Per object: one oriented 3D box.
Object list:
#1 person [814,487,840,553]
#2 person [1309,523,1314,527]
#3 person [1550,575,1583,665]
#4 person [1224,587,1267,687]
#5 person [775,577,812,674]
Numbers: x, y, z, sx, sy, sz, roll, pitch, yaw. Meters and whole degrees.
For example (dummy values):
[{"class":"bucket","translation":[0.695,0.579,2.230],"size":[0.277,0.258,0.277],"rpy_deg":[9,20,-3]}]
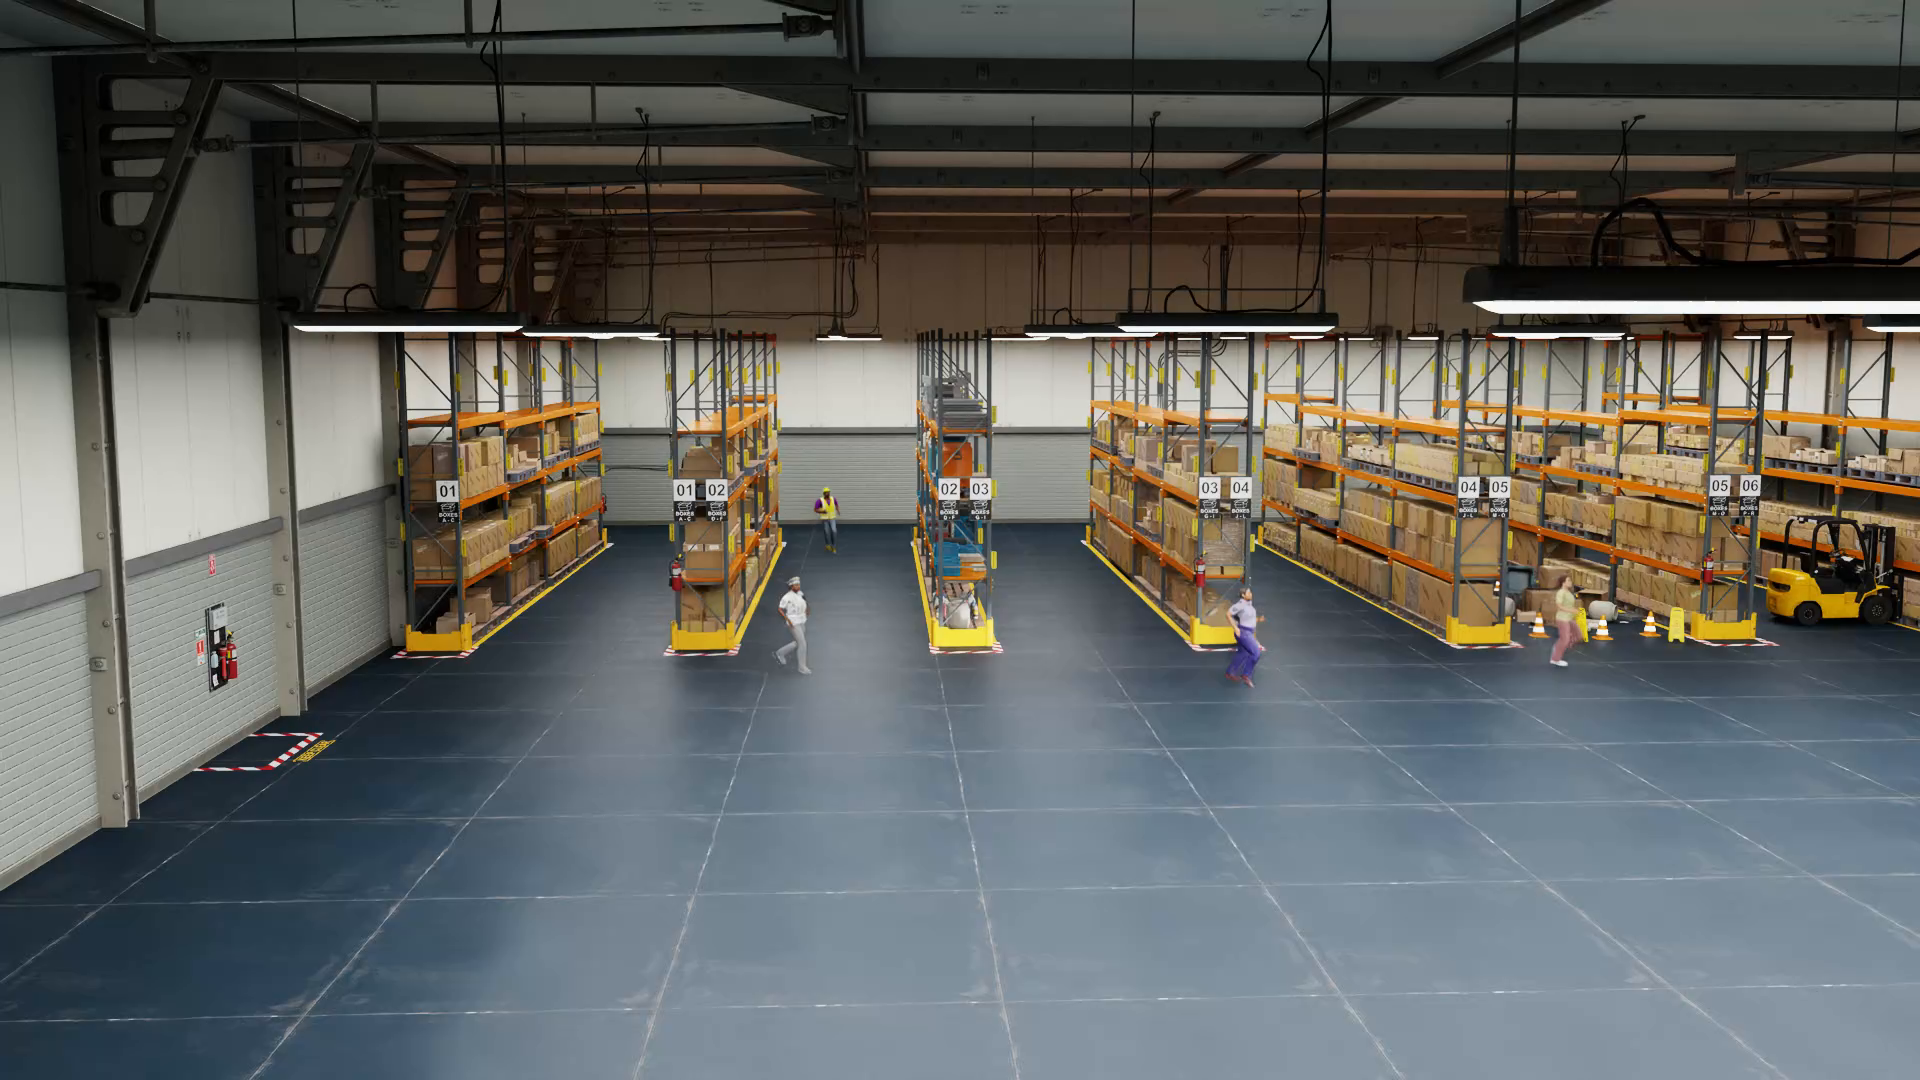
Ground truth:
[{"class":"person","translation":[-3.661,-0.534,45.796],"size":[0.732,1.841,0.683],"rpy_deg":[-2,7,-18]},{"class":"person","translation":[10.463,-0.903,48.924],"size":[0.855,1.708,0.605],"rpy_deg":[-1,7,-9]},{"class":"person","translation":[10.811,1.427,29.606],"size":[0.540,1.632,0.567],"rpy_deg":[6,9,41]},{"class":"person","translation":[4.792,1.629,27.961],"size":[0.716,1.693,0.574],"rpy_deg":[3,7,22]},{"class":"person","translation":[-2.919,1.472,29.119],"size":[0.783,1.702,0.548],"rpy_deg":[4,8,31]}]
